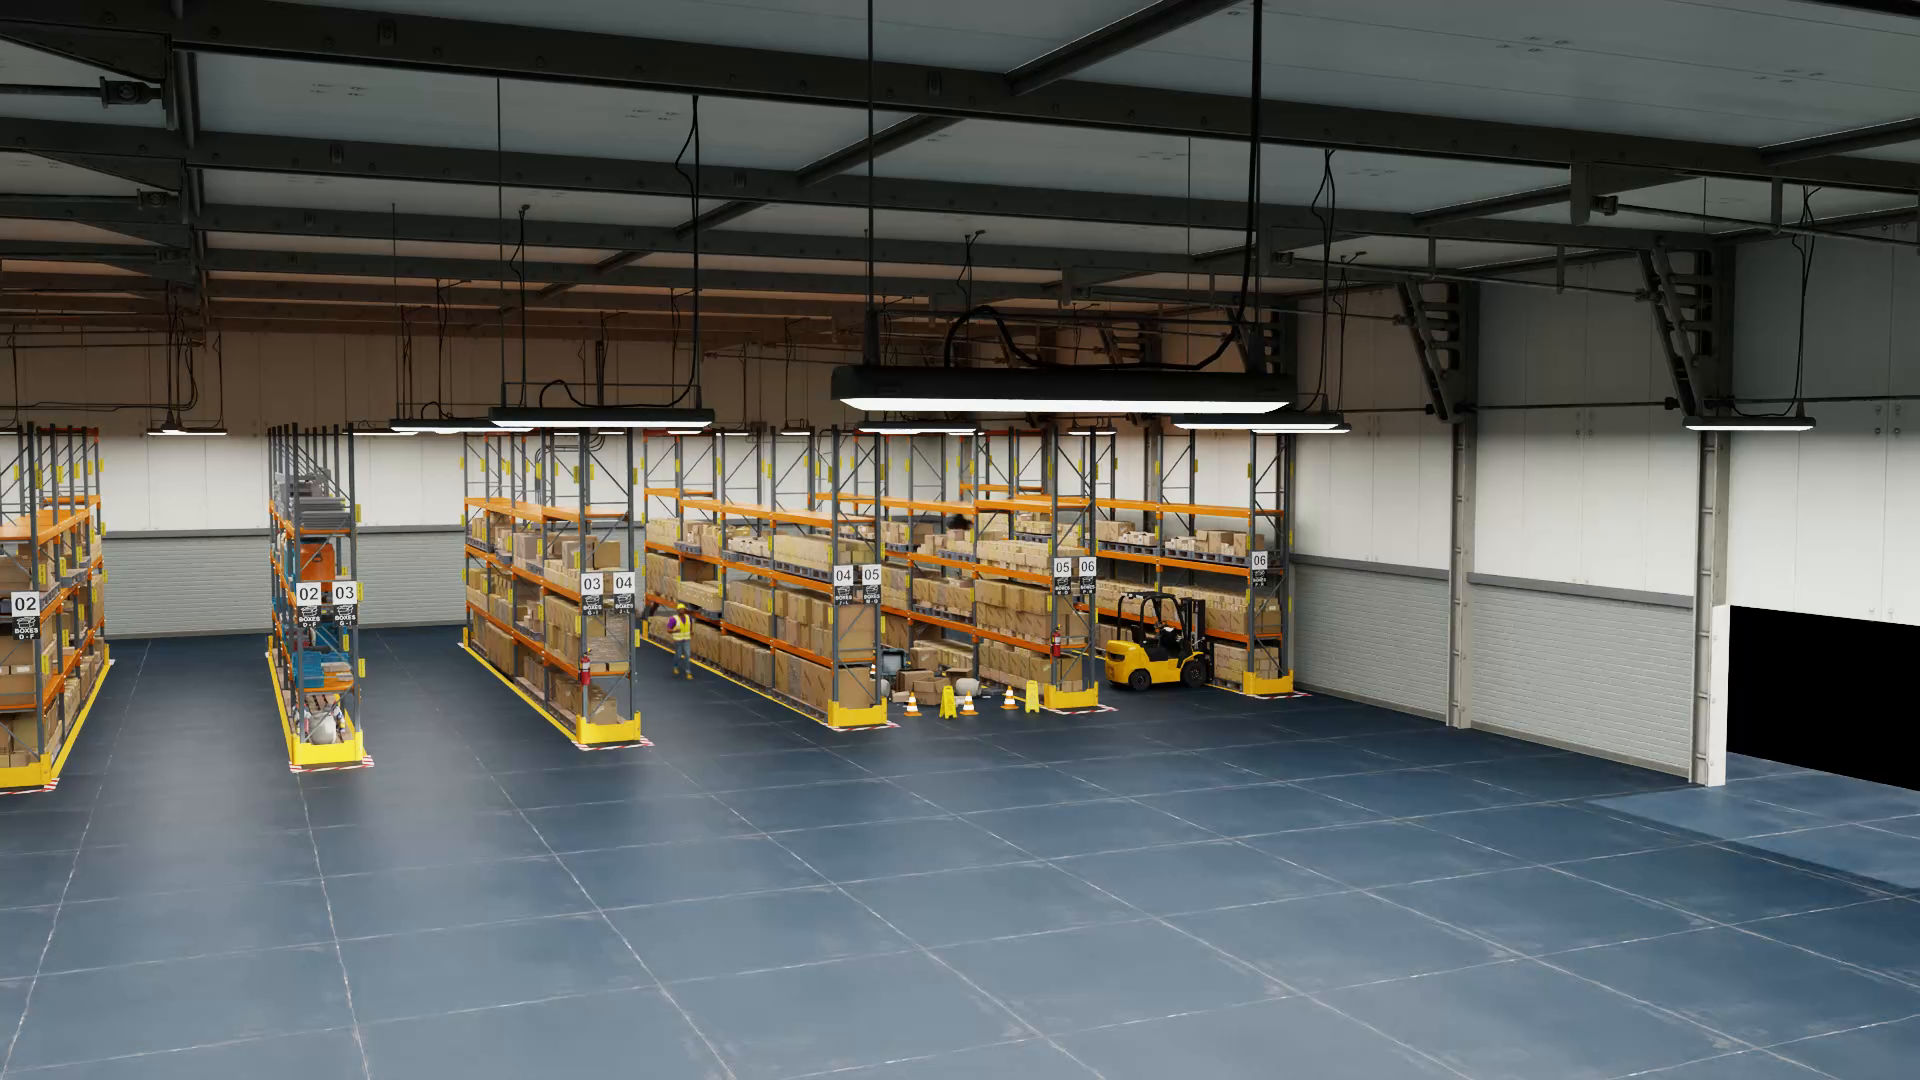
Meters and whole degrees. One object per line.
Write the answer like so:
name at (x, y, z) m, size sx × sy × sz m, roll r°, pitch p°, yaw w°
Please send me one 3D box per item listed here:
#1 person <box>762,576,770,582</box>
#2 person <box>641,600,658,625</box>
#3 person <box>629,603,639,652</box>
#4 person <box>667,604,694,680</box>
person at (-5.900, 1.794, 50.650) m, size 0.657 × 1.750 × 0.649 m, roll -2°, pitch 4°, yaw -26°
person at (-9.105, 1.889, 49.200) m, size 0.649 × 1.678 × 0.783 m, roll 0°, pitch 3°, yaw -2°
person at (-8.857, 2.192, 44.395) m, size 0.583 × 1.690 × 0.696 m, roll -1°, pitch 4°, yaw -21°
person at (-6.629, 2.395, 39.583) m, size 0.695 × 1.771 × 0.962 m, roll -2°, pitch 4°, yaw -29°
